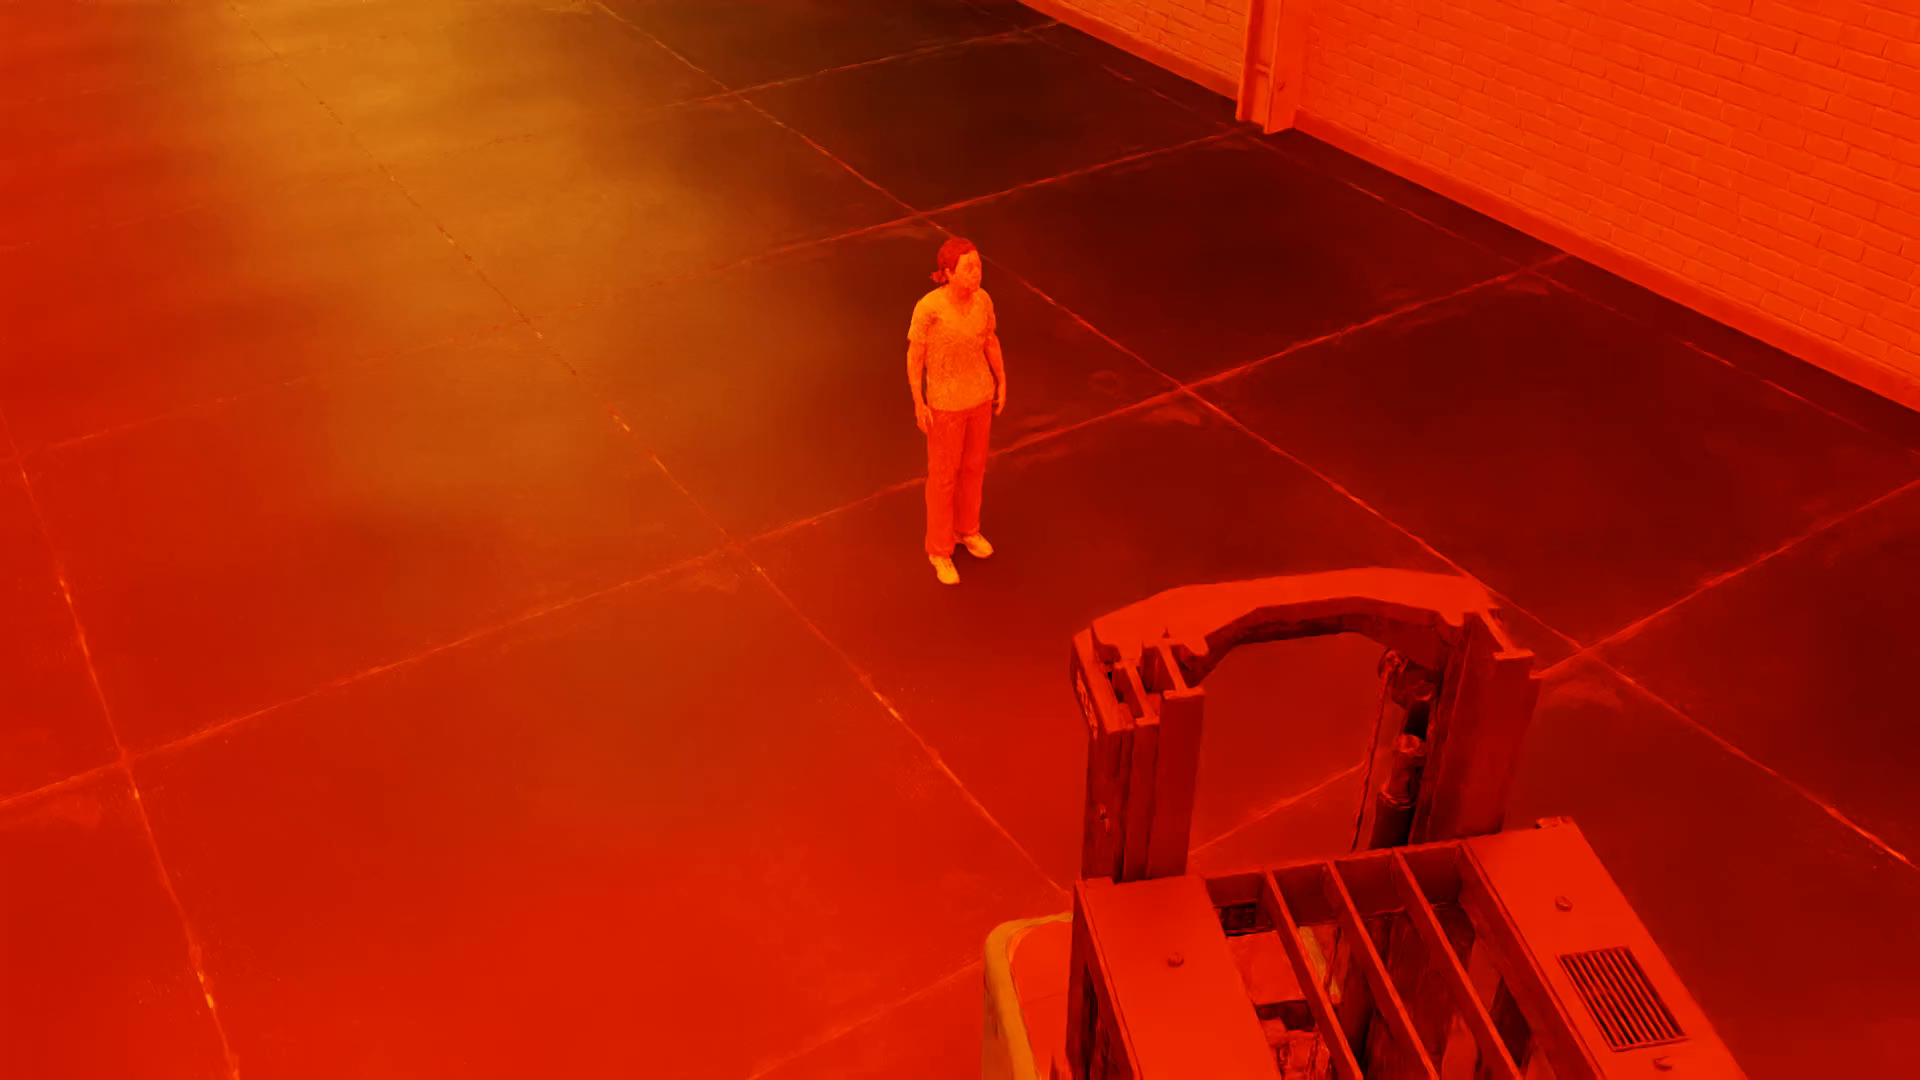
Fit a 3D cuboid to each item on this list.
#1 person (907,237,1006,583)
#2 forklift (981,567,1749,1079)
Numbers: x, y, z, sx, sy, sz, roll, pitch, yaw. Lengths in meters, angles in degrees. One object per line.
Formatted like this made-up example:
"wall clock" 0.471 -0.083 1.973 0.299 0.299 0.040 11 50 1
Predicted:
"person" 0.031 -0.652 8.156 0.554 1.674 0.548 -21 40 -27
"forklift" 0.819 1.651 3.797 1.130 2.935 3.031 -6 36 -8
